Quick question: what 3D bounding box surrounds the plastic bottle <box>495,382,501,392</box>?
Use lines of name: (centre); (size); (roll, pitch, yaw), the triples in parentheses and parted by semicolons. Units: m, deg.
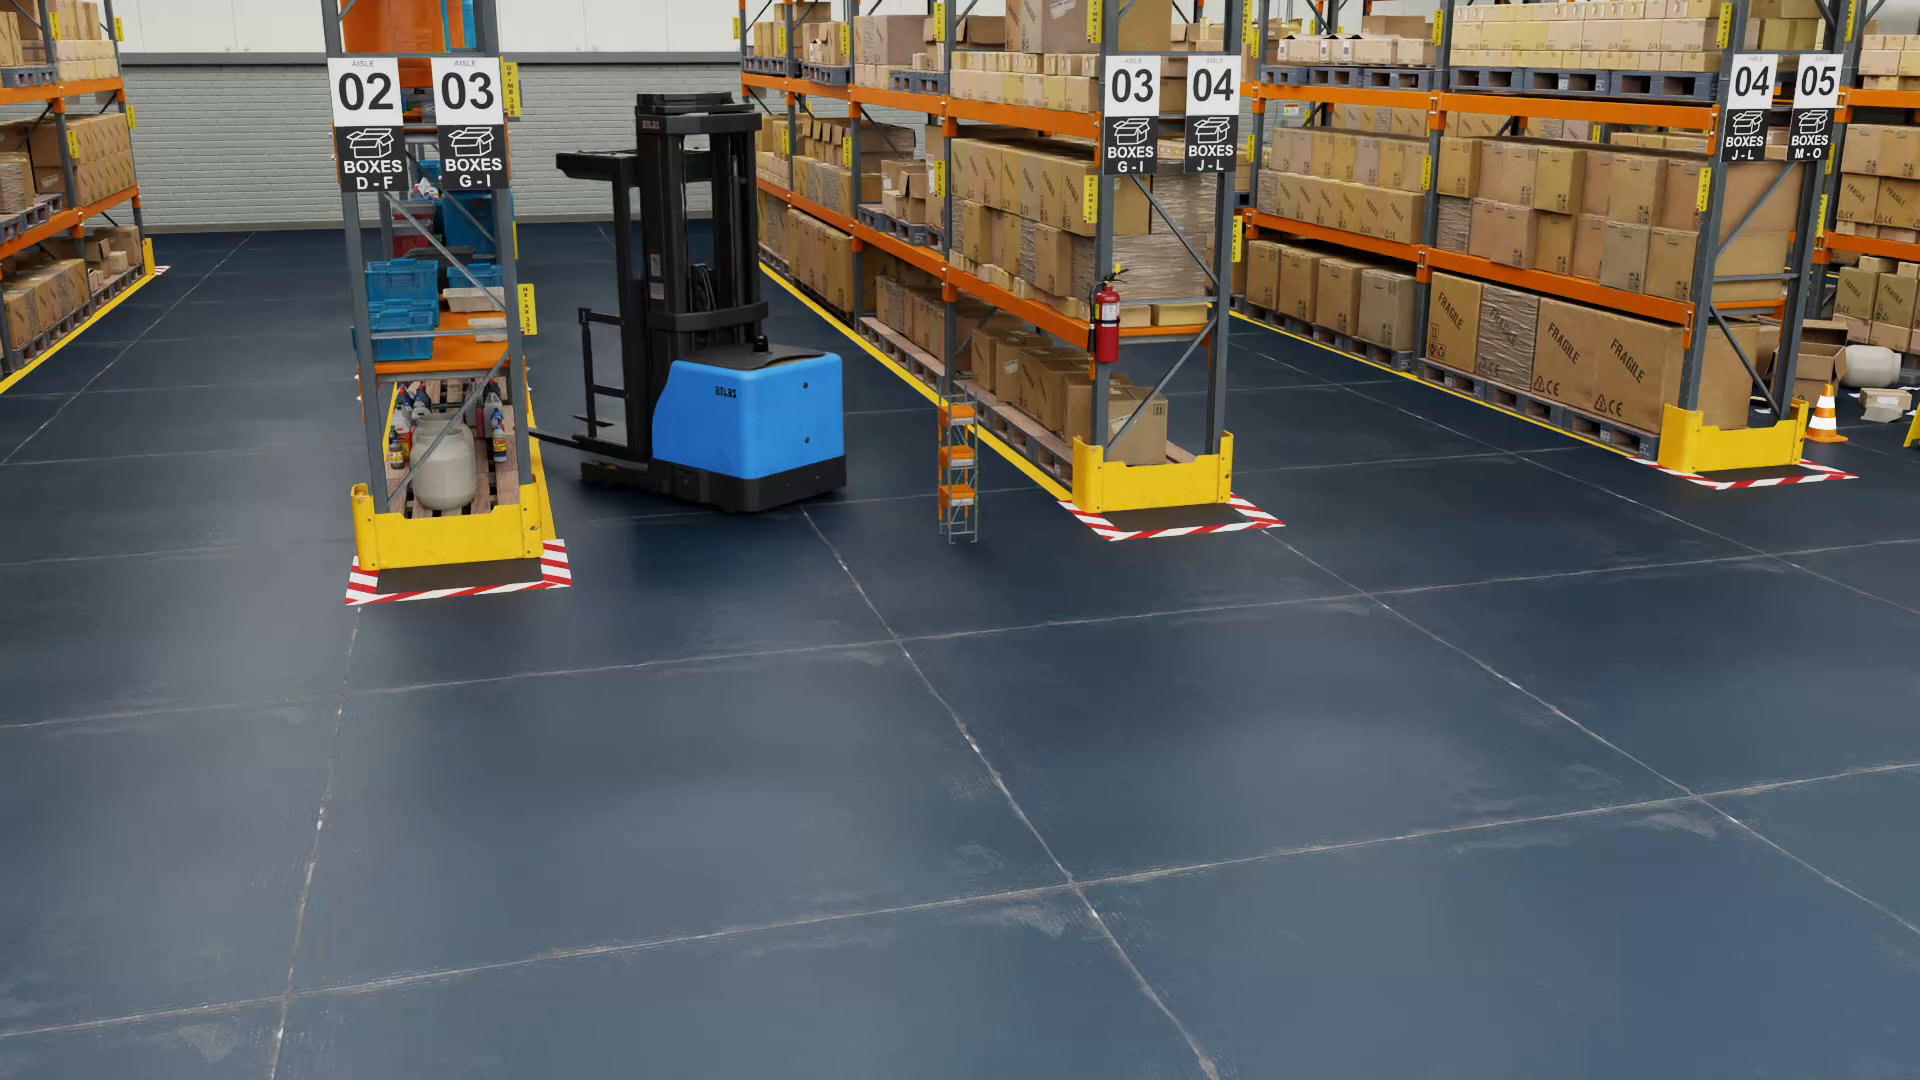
plastic bottle: (-3.965, -1.218, 14.250); (0.061, 0.283, 0.133); (-4, 17, -12)

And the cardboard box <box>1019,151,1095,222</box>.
cardboard box: (0.781, -2.779, 13.059); (0.500, 0.500, 0.500); (-5, 17, -15)

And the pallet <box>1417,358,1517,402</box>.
pallet: (5.279, -1.619, 16.475); (1.003, 0.211, 1.213); (-5, 17, -15)

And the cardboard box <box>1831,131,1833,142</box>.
cardboard box: (12.922, -5.778, 24.563); (0.797, 0.503, 0.637); (-5, 17, -17)

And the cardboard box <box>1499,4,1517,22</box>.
cardboard box: (5.129, -4.780, 15.084); (0.380, 0.149, 0.250); (-5, 17, -16)

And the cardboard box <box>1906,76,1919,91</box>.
cardboard box: (9.919, -4.664, 16.989); (0.380, 0.149, 0.250); (-5, 17, -15)

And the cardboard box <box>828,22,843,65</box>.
cardboard box: (-1.310, -5.994, 20.074); (0.500, 0.500, 0.500); (-4, 17, -12)

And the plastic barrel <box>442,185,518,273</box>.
plastic barrel: (-4.229, -2.786, 14.642); (0.600, 0.901, 0.708); (-5, 17, -15)

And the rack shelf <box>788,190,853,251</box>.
rack shelf: (-1.301, -4.122, 21.211); (1.077, 0.370, 4.000); (-5, 17, -15)

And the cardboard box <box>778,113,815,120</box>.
cardboard box: (-2.563, -6.442, 26.124); (0.500, 0.500, 0.500); (-4, 17, -15)

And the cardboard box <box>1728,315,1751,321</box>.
cardboard box: (8.173, -2.607, 17.945); (0.500, 0.500, 0.500); (-5, 17, -15)

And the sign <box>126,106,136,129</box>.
sign: (-11.937, -6.088, 23.944); (0.100, 0.325, 0.005); (-5, 17, -15)

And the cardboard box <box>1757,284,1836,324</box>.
cardboard box: (9.730, -2.678, 18.990); (0.950, 0.372, 0.625); (-4, 17, -15)

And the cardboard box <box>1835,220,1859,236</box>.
cardboard box: (9.655, -3.358, 17.852); (0.380, 0.149, 0.250); (-5, 17, -16)

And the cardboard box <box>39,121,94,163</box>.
cardboard box: (-11.378, -5.060, 21.170); (0.500, 0.500, 0.500); (-5, 18, -17)

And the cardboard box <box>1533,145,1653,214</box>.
cardboard box: (5.645, -3.206, 14.774); (0.875, 0.550, 0.500); (-5, 17, -15)

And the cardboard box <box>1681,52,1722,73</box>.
cardboard box: (5.827, -3.695, 12.858); (0.380, 0.149, 0.250); (-5, 17, -15)

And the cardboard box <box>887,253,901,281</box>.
cardboard box: (-0.538, -3.103, 18.845); (0.500, 0.250, 0.500); (-4, 17, -13)

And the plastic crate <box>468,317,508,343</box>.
plastic crate: (-3.252, -1.456, 11.542); (0.298, 0.136, 0.250); (-5, 17, -15)

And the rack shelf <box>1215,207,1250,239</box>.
rack shelf: (3.496, -4.486, 22.423); (1.077, 0.370, 4.000); (-5, 17, -15)

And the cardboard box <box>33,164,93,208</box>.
cardboard box: (-11.255, -4.448, 20.872); (0.500, 0.500, 0.500); (-4, 17, -14)

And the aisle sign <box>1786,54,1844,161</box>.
aisle sign: (6.552, -3.314, 12.751); (0.394, 0.787, 0.004); (-5, 17, -15)

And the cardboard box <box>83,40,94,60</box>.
cardboard box: (-11.674, -6.412, 21.760); (0.500, 0.250, 0.500); (-5, 17, -15)

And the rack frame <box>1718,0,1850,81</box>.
rack frame: (6.244, -4.938, 12.248); (1.000, 3.000, 0.127); (-5, 17, -15)

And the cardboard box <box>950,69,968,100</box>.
cardboard box: (0.225, -4.027, 14.691); (0.500, 0.250, 0.500); (-5, 18, -17)

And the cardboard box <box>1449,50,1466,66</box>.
cardboard box: (4.918, -4.609, 15.900); (0.380, 0.149, 0.250); (-5, 17, -16)

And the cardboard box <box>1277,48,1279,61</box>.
cardboard box: (3.983, -5.738, 19.658); (0.380, 0.149, 0.250); (-5, 18, -17)

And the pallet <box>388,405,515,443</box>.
pallet: (-4.270, -0.891, 14.050); (1.003, 0.211, 1.213); (-5, 17, -15)

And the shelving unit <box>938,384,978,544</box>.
shelving unit: (-0.015, -0.518, 11.350); (0.215, 1.050, 0.252); (-5, 17, -15)

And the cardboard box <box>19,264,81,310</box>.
cardboard box: (-10.837, -3.000, 19.805); (0.500, 0.500, 0.500); (-5, 17, -15)

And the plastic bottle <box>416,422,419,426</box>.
plastic bottle: (-4.267, -0.830, 13.101); (0.097, 0.201, 0.097); (0, 17, 0)

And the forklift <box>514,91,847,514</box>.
forklift: (-2.318, -1.916, 12.735); (3.031, 2.935, 1.130); (13, 21, 38)

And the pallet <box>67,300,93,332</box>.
pallet: (-11.117, -2.680, 20.007); (1.003, 0.211, 1.213); (-5, 17, -15)

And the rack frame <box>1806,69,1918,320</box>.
rack frame: (9.876, -3.590, 18.191); (1.000, 3.000, 0.127); (-5, 17, -15)

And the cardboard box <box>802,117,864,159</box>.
cardboard box: (-1.667, -5.372, 22.204); (0.797, 0.503, 0.637); (-5, 17, -17)

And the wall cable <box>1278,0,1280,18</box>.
wall cable: (5.468, -11.393, 33.737); (2.355, 3.000, 0.029); (-5, 17, -15)

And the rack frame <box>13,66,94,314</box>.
rack frame: (-11.376, -4.238, 20.345); (1.000, 3.000, 0.127); (-5, 17, -15)

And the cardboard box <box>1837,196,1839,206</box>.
cardboard box: (10.028, -3.849, 18.758); (0.380, 0.149, 0.250); (-4, 17, -14)

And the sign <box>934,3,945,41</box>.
sign: (-0.185, -4.635, 14.870); (0.100, 0.325, 0.005); (-5, 17, -15)

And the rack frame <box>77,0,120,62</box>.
rack frame: (-12.476, -8.217, 23.165); (1.000, 3.000, 0.127); (-5, 17, -15)

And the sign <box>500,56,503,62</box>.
sign: (-3.882, -3.897, 13.980); (0.100, 0.325, 0.005); (-5, 17, -15)

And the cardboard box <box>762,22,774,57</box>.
cardboard box: (-2.528, -7.416, 24.634); (0.700, 0.500, 0.500); (-6, 18, -19)

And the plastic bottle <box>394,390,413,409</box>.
plastic bottle: (-4.540, -1.049, 13.570); (0.144, 0.351, 0.185); (-5, 18, -18)

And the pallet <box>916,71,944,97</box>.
pallet: (0.281, -4.333, 15.774); (1.213, 0.211, 1.003); (-5, 17, -15)

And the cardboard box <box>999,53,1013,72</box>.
cardboard box: (0.536, -3.891, 13.544); (0.380, 0.149, 0.250); (-5, 17, -16)

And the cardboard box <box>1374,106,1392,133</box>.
cardboard box: (7.002, -6.720, 26.697); (0.500, 0.500, 0.500); (-4, 17, -15)

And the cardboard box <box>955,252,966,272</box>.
cardboard box: (0.174, -2.533, 15.108); (0.380, 0.149, 0.250); (-5, 17, -15)

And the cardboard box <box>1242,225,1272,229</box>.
cardboard box: (3.949, -3.991, 21.835); (0.500, 0.250, 0.500); (-5, 17, -16)

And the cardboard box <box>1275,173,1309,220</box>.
cardboard box: (4.052, -4.039, 19.512); (0.500, 0.500, 0.500); (-5, 17, -16)

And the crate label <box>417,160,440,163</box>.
crate label: (-7.961, -5.589, 25.030); (0.416, 0.233, 0.303); (-5, 17, -15)

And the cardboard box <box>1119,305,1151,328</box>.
cardboard box: (1.170, -1.643, 12.143); (0.380, 0.149, 0.250); (-5, 17, -15)

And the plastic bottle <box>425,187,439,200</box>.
plastic bottle: (-6.451, -4.166, 20.324); (0.152, 0.276, 0.135); (-5, 17, -15)

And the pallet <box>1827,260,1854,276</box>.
pallet: (13.380, -3.964, 24.282); (1.003, 0.211, 1.213); (-5, 17, -15)

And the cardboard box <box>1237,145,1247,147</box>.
cardboard box: (3.742, -5.150, 22.055); (0.380, 0.149, 0.250); (-4, 17, -14)

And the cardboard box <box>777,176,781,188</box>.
cardboard box: (-2.391, -5.100, 23.653); (0.380, 0.149, 0.250); (-5, 17, -16)

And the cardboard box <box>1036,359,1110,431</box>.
cardboard box: (0.941, -1.216, 13.900); (0.500, 0.500, 0.500); (-3, 17, -10)
